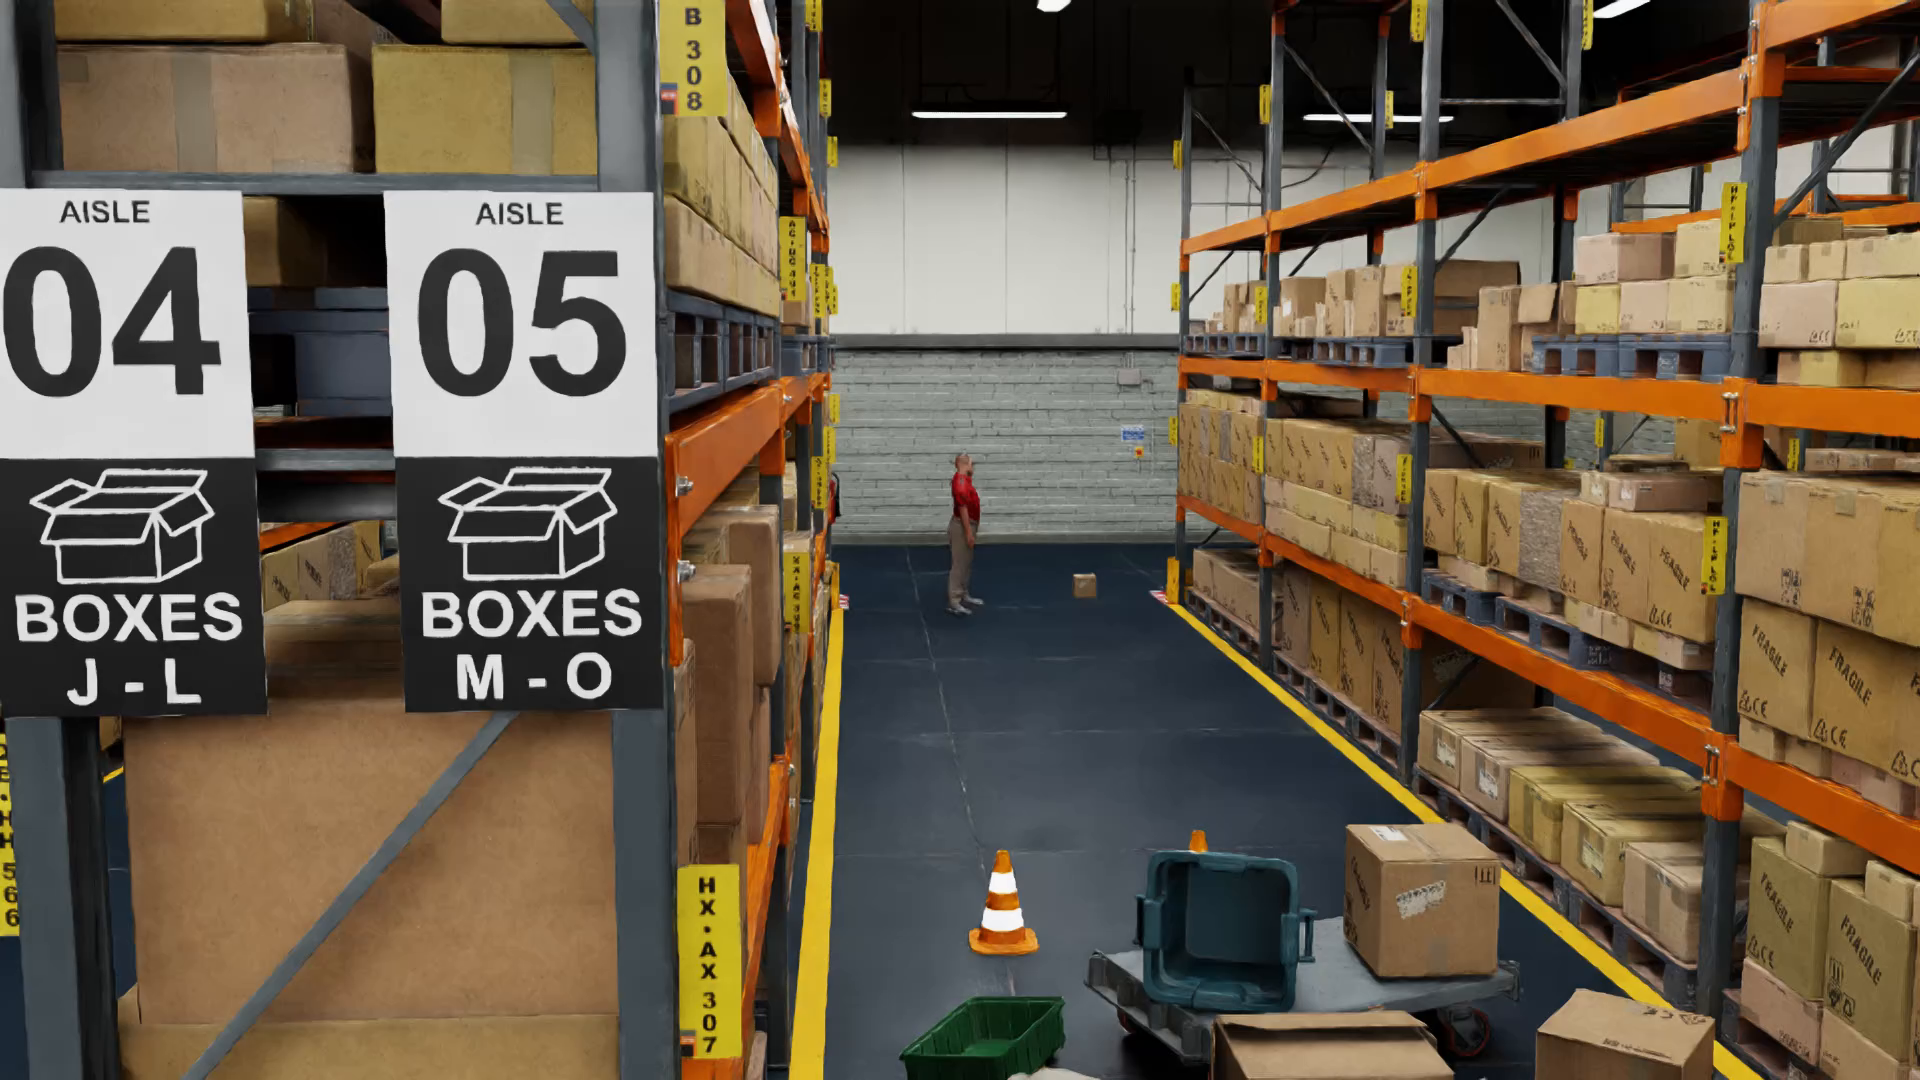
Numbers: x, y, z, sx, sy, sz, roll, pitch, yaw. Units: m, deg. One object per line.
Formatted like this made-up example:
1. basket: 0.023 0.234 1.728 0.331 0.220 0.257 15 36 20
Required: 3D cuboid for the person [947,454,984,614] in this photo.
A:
1. person: 0.063 -0.088 18.325 0.429 1.734 0.678 0 7 -2
